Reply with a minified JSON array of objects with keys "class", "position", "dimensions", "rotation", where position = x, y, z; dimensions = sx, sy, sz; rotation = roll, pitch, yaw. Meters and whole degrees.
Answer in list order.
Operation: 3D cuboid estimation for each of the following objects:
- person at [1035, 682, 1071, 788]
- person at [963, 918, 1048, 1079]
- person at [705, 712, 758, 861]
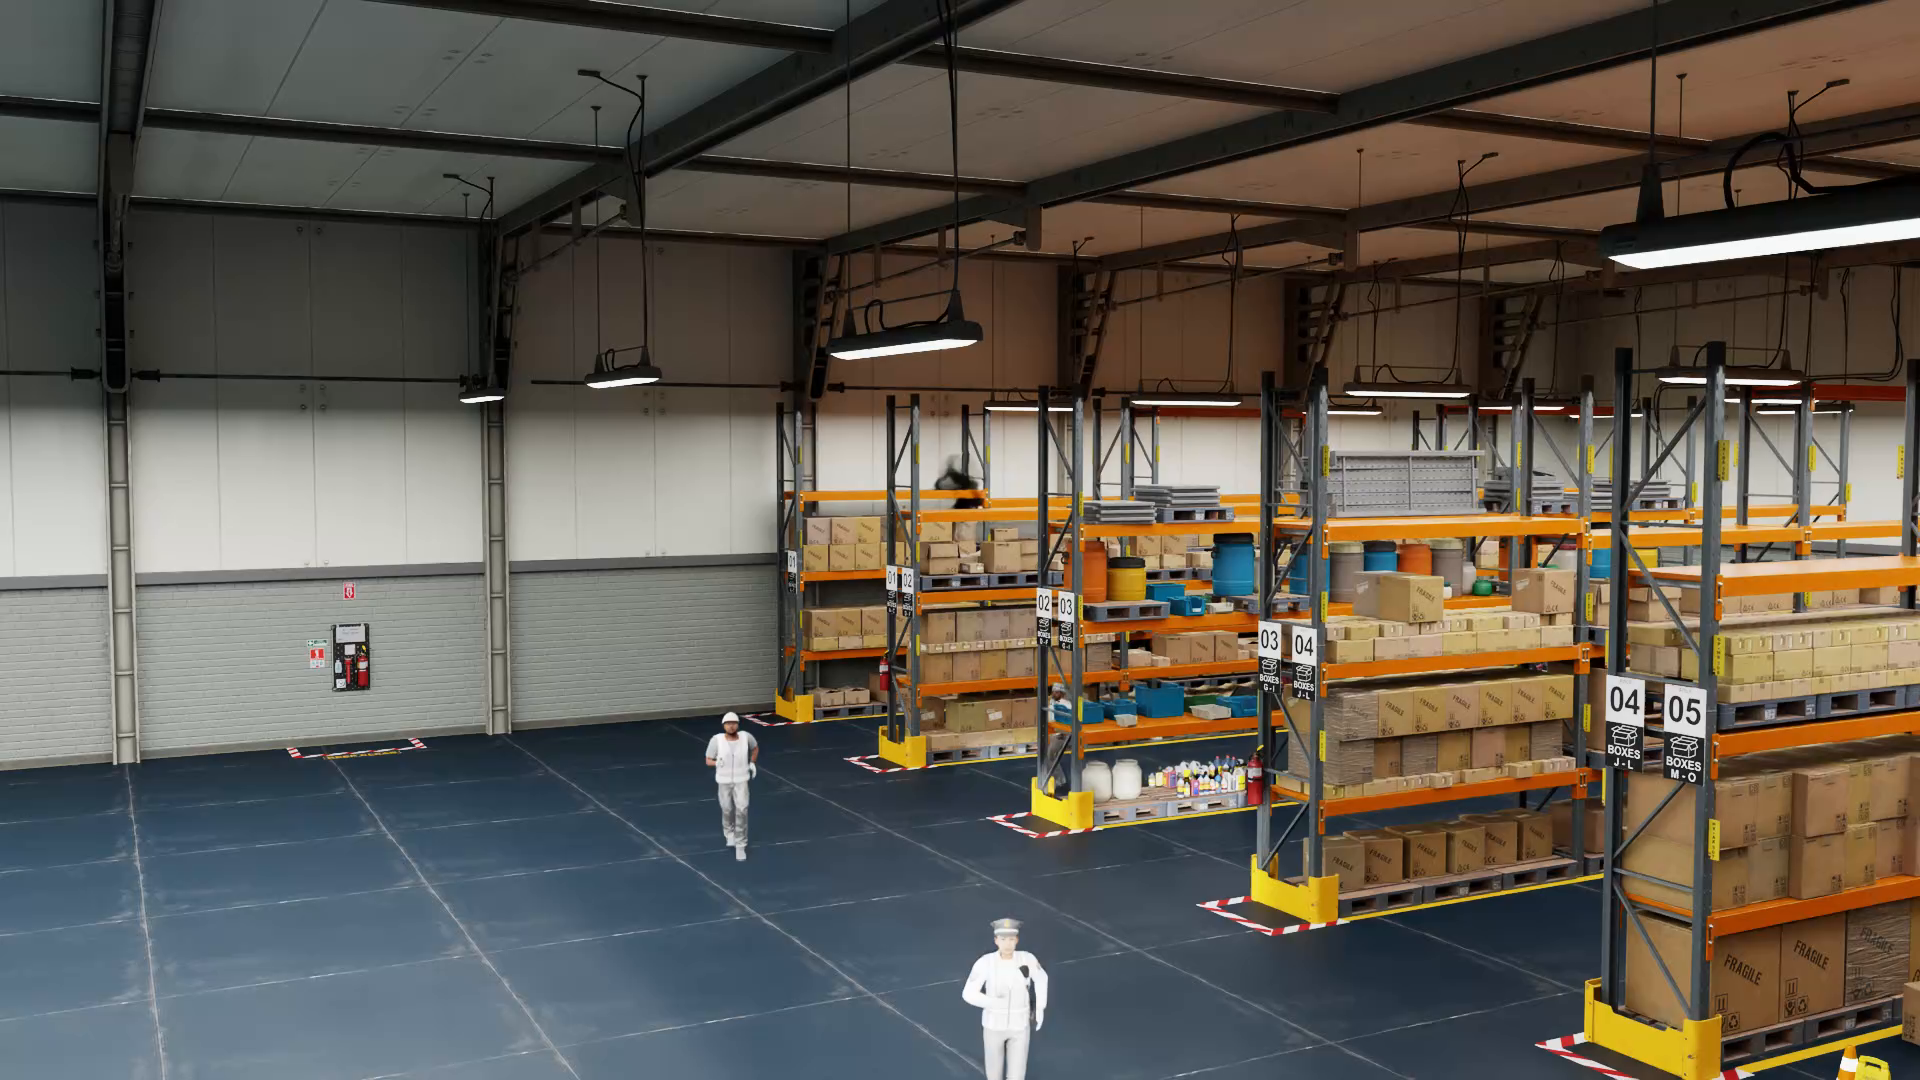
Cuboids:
[{"class":"person","position":[1.427,2.941,24.871],"dimensions":[0.619,1.666,0.593],"rotation":[-2,4,-27]},{"class":"person","position":[0.341,3.597,12.269],"dimensions":[0.644,1.685,0.907],"rotation":[0,3,-2]},{"class":"person","position":[-2.880,3.085,21.007],"dimensions":[0.660,1.847,0.803],"rotation":[0,3,-6]}]
